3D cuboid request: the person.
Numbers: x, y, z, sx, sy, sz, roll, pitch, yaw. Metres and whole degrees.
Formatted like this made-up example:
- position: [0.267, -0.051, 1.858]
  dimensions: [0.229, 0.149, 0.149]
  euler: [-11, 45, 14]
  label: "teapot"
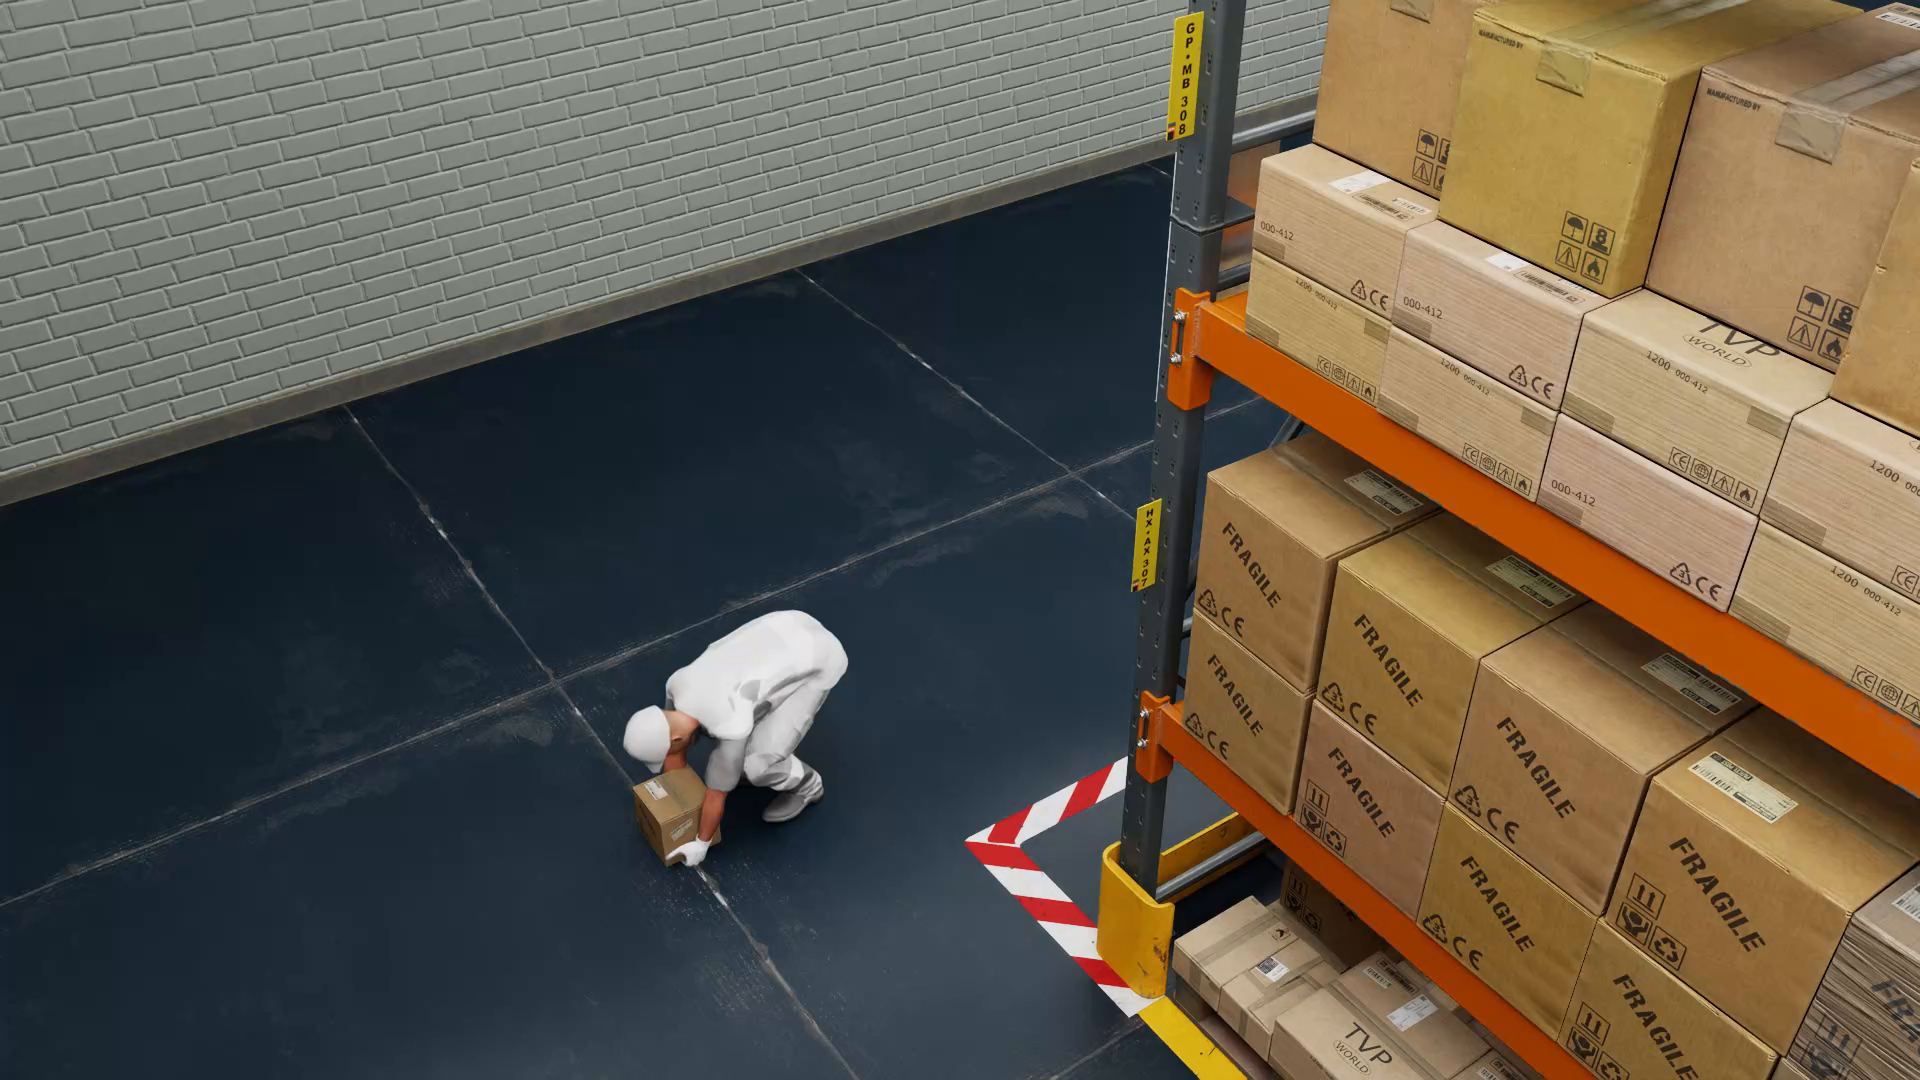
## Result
- position: [-0.901, 0.785, 6.727]
  dimensions: [0.965, 0.869, 0.532]
  euler: [-24, 42, -29]
  label: "person"
